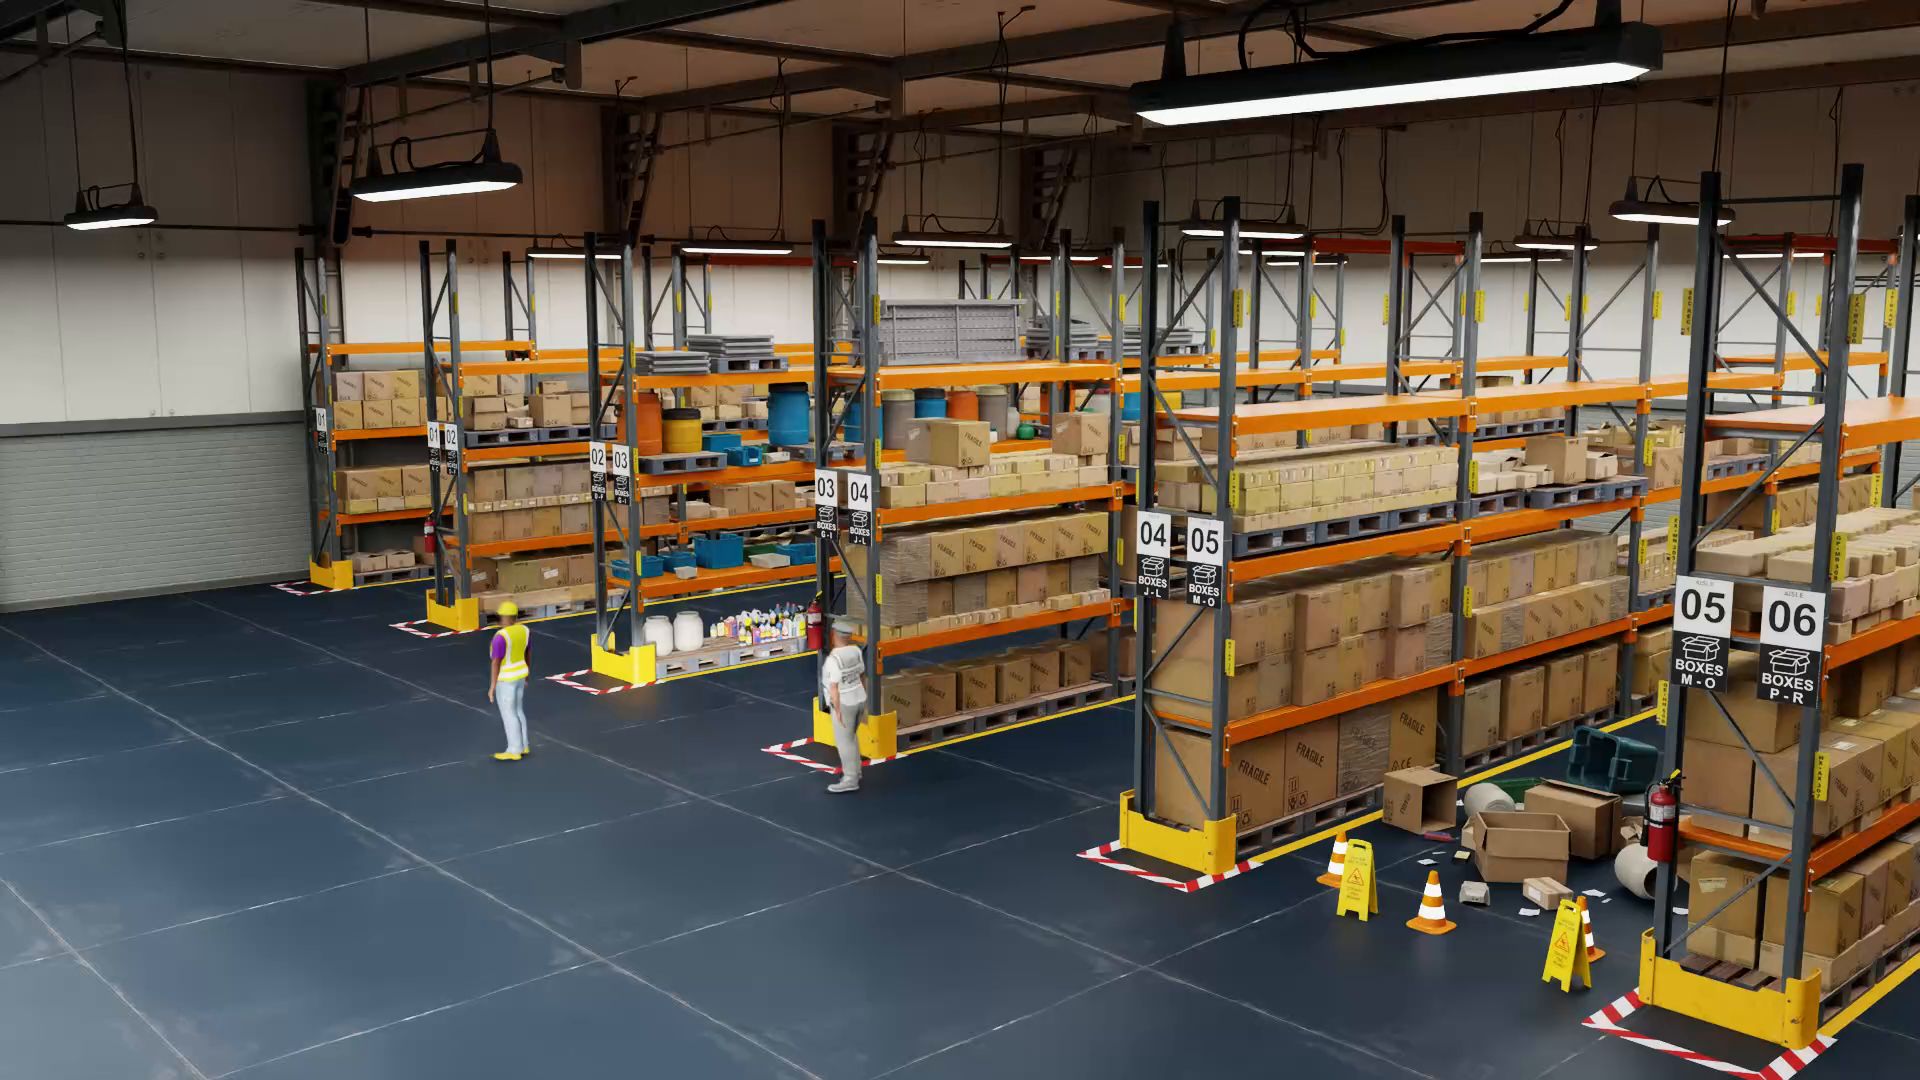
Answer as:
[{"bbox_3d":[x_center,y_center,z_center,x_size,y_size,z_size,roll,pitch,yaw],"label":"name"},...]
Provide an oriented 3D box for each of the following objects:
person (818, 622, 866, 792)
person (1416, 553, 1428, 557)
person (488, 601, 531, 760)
[{"bbox_3d":[-1.208,1.752,17.502,0.442,1.802,0.684,4,9,23],"label":"person"},{"bbox_3d":[6.330,1.054,22.393,0.825,1.780,0.530,-7,11,-38],"label":"person"},{"bbox_3d":[-5.039,1.578,18.633,0.370,1.800,0.696,3,9,21],"label":"person"}]
